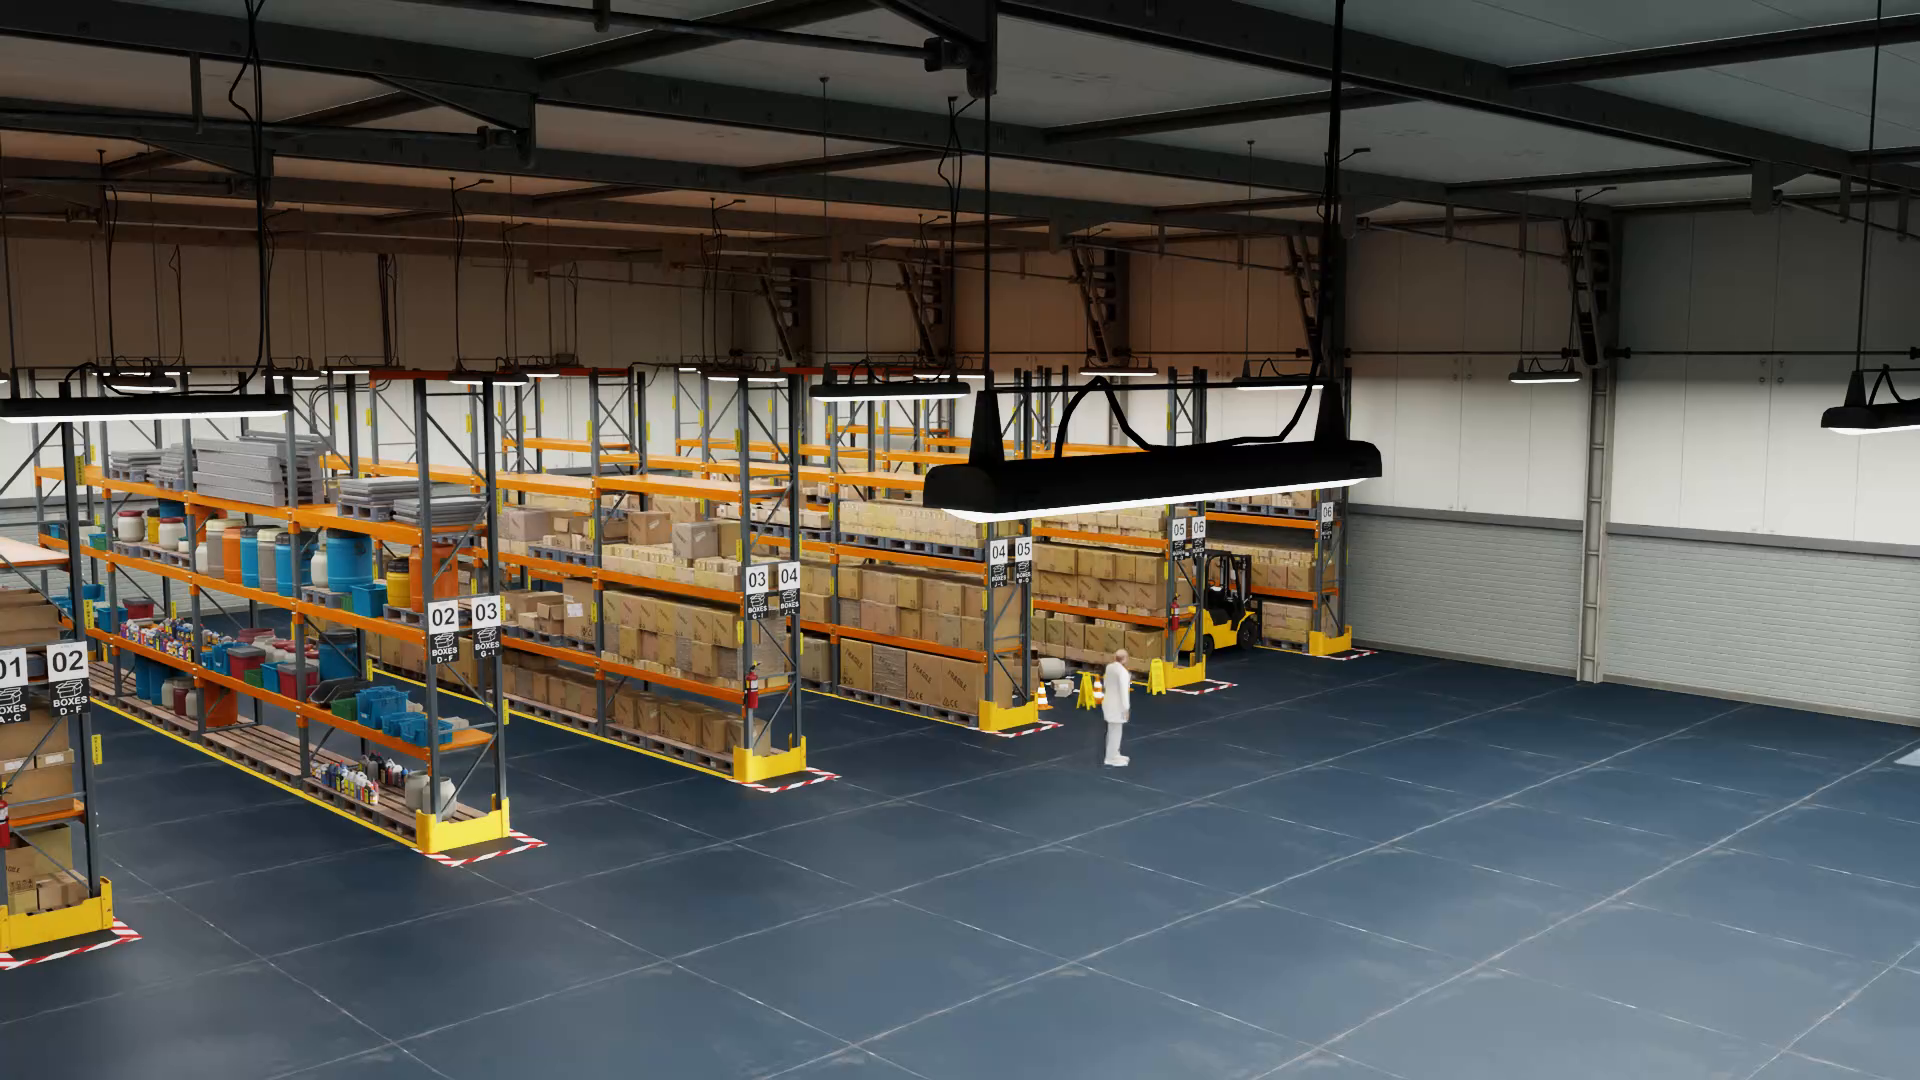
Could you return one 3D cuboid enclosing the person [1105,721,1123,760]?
[{"bbox_3d":[2.400,2.631,25.636,0.412,1.477,0.396,-2,7,-19],"label":"person"}]

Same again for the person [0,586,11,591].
[{"bbox_3d":[-19.312,1.410,33.654,0.298,0.921,0.429,1,6,5],"label":"person"}]
